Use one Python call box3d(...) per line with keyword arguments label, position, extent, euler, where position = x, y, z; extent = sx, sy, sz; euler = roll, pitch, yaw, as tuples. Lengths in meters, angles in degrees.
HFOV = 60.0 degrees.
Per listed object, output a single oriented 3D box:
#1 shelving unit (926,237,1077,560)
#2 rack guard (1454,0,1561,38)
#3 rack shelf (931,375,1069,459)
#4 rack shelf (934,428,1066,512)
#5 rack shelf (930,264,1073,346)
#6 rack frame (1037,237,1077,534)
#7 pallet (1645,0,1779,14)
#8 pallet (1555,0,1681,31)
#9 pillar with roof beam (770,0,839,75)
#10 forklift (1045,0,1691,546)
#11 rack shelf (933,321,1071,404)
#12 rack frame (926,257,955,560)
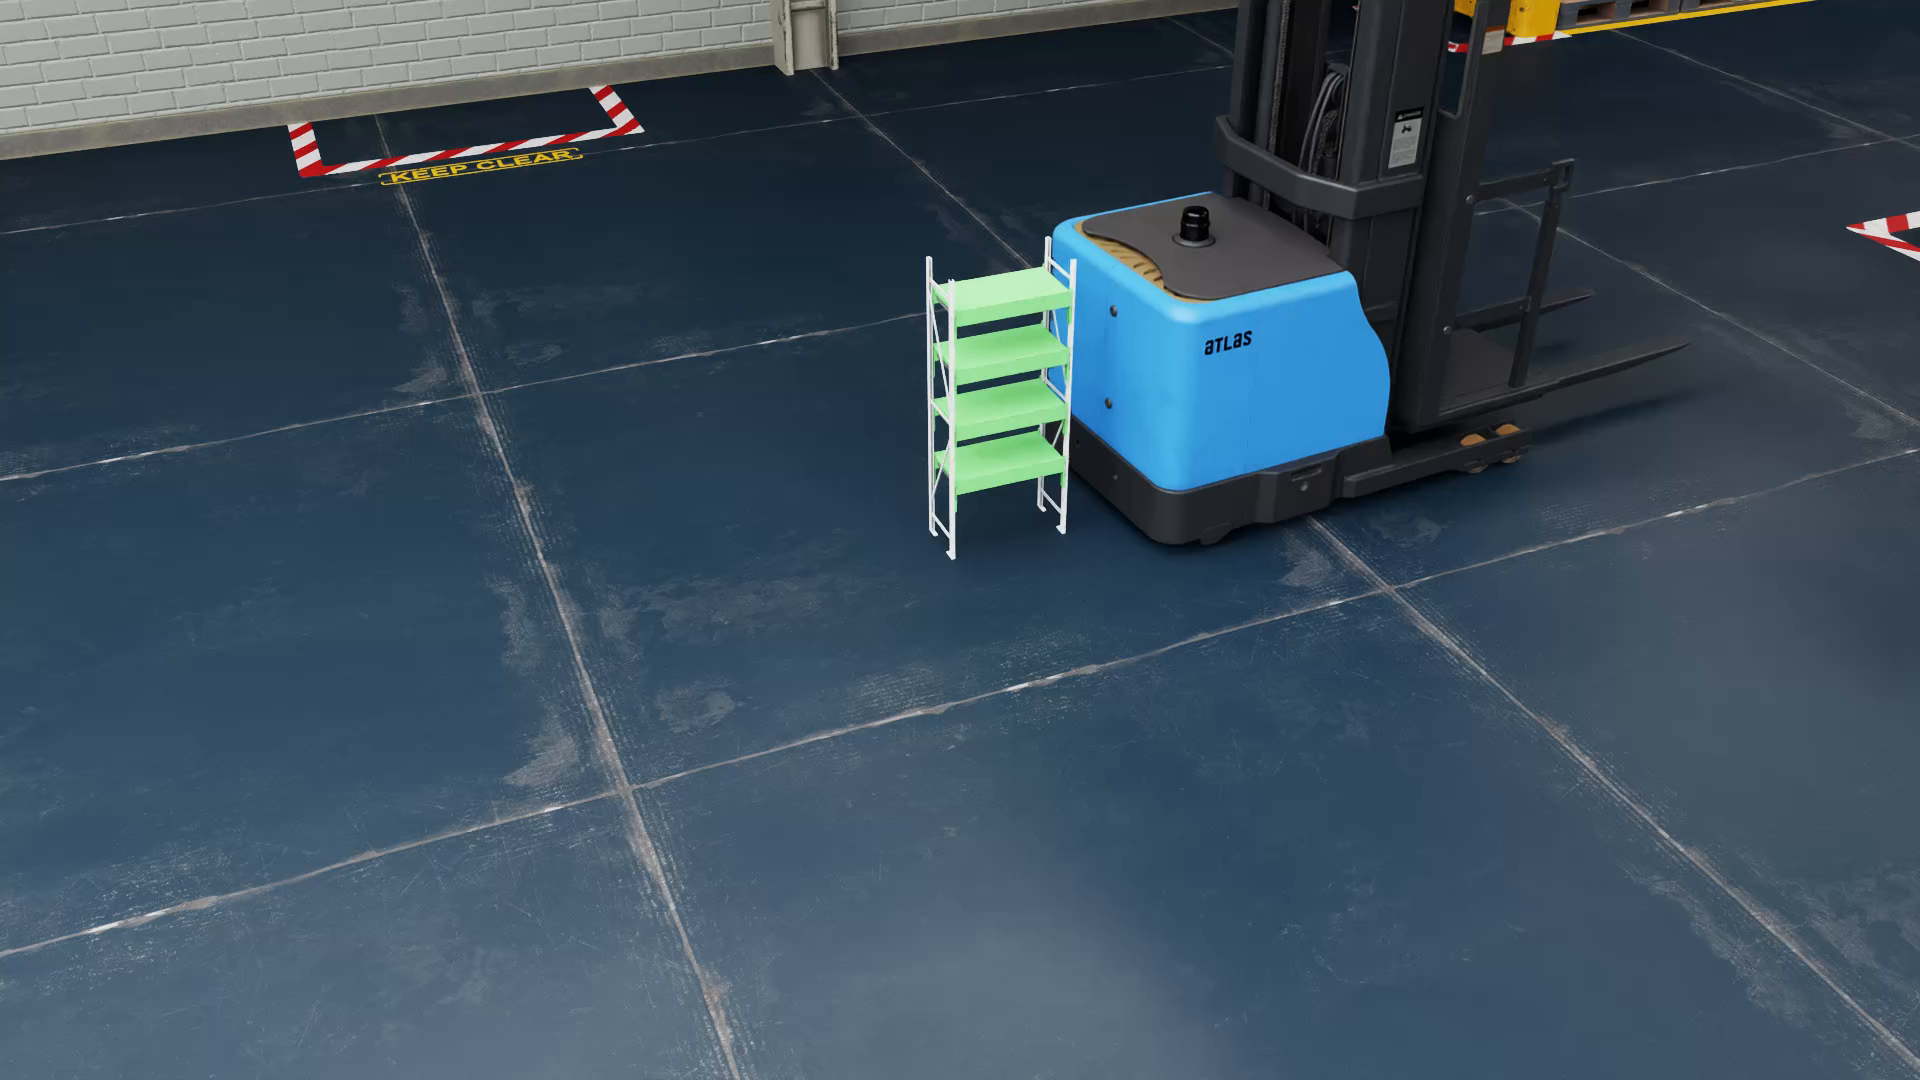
box3d(label="shelving unit", position=(0.153, -0.538, 6.476), extent=(0.503, 1.200, 0.258), euler=(-13, 35, -19))
box3d(label="rack guard", position=(4.182, -4.334, 12.953), extent=(0.348, 0.500, 1.175), euler=(-13, 35, -19))
box3d(label="rack shelf", position=(0.153, -0.484, 6.511), extent=(0.480, 0.148, 0.258), euler=(-13, 35, -19))
box3d(label="rack shelf", position=(0.153, -0.283, 6.642), extent=(0.480, 0.148, 0.258), euler=(-13, 35, -19))
box3d(label="rack shelf", position=(0.153, -0.887, 6.250), extent=(0.480, 0.148, 0.258), euler=(-13, 35, -19))
box3d(label="rack frame", position=(0.378, -0.589, 6.556), extent=(0.015, 1.200, 0.240), euler=(-13, 35, -19))
box3d(label="pallet", position=(6.067, -4.622, 13.660), extent=(1.213, 0.211, 1.003), euler=(-13, 35, -19))
box3d(label="pallet", position=(4.944, -4.367, 13.268), extent=(1.213, 0.211, 1.003), euler=(-13, 35, -19))
box3d(label="pillar with roof beam", position=(0.556, -5.032, 6.232), extent=(0.400, 9.000, 9.100), euler=(-13, 35, -19))
box3d(label="forklift", position=(1.915, -1.758, 6.764), extent=(3.031, 2.935, 1.130), euler=(-15, 36, -22))
box3d(label="rack shelf", position=(0.153, -0.685, 6.380), extent=(0.480, 0.148, 0.258), euler=(-13, 35, -19))
box3d(label="rack frame", position=(-0.072, -0.486, 6.397), extent=(0.015, 1.200, 0.240), euler=(-13, 35, -19))
